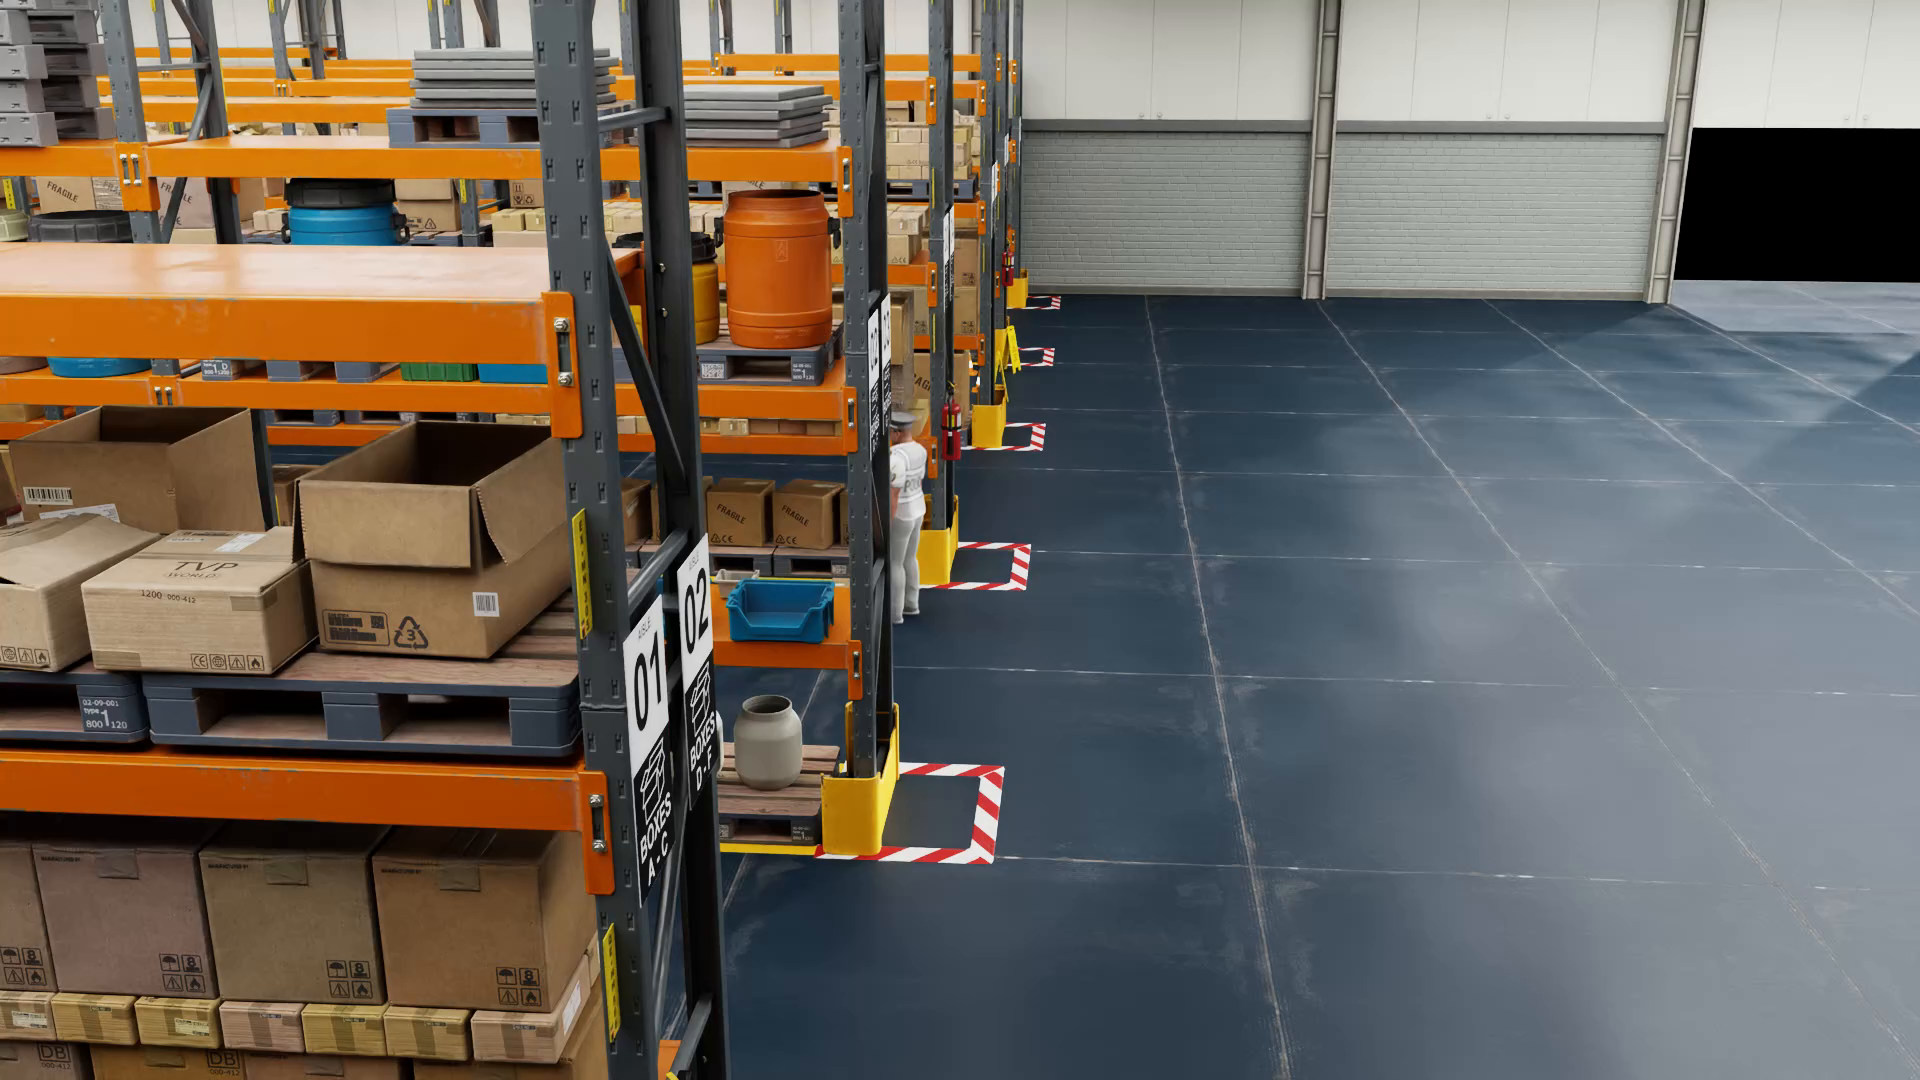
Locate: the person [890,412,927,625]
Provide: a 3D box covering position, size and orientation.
[{"bbox_3d":[-0.518,-0.182,13.603,0.434,1.758,0.543,8,19,23],"label":"person"}]
